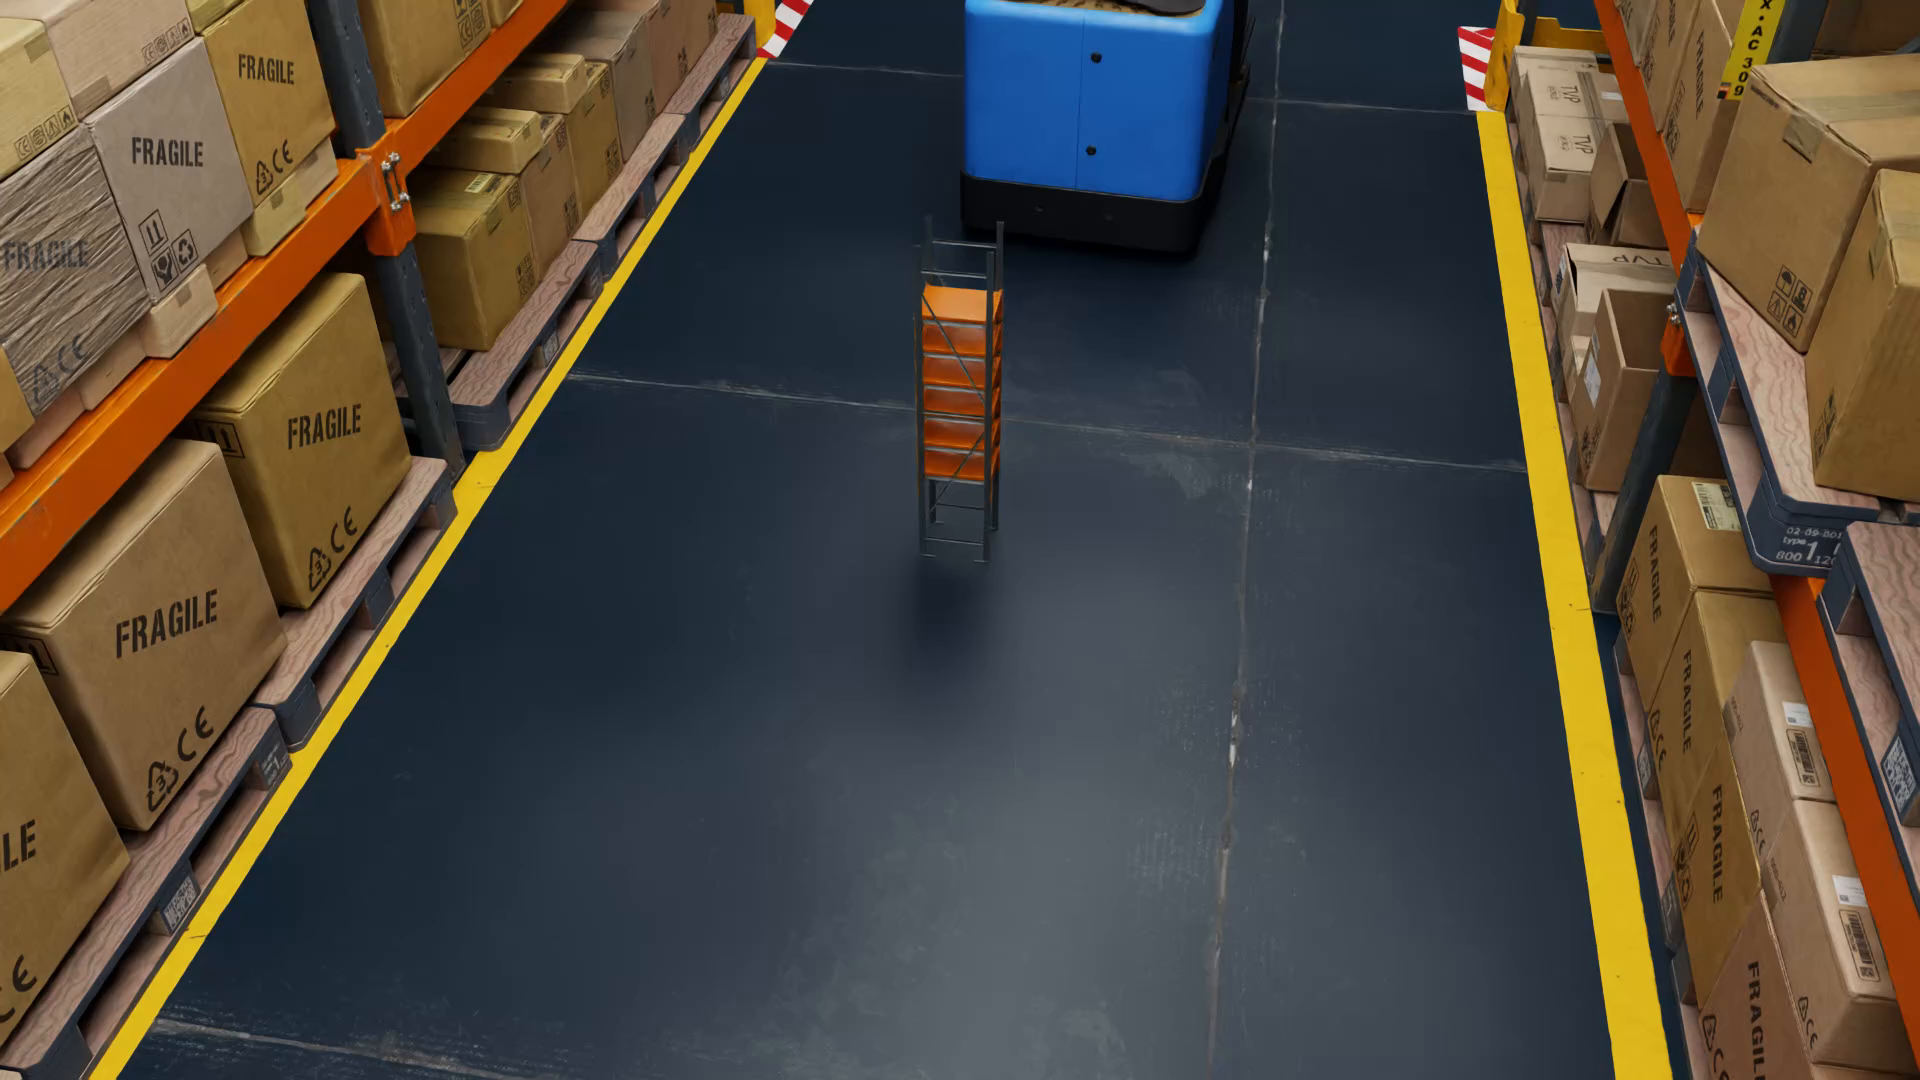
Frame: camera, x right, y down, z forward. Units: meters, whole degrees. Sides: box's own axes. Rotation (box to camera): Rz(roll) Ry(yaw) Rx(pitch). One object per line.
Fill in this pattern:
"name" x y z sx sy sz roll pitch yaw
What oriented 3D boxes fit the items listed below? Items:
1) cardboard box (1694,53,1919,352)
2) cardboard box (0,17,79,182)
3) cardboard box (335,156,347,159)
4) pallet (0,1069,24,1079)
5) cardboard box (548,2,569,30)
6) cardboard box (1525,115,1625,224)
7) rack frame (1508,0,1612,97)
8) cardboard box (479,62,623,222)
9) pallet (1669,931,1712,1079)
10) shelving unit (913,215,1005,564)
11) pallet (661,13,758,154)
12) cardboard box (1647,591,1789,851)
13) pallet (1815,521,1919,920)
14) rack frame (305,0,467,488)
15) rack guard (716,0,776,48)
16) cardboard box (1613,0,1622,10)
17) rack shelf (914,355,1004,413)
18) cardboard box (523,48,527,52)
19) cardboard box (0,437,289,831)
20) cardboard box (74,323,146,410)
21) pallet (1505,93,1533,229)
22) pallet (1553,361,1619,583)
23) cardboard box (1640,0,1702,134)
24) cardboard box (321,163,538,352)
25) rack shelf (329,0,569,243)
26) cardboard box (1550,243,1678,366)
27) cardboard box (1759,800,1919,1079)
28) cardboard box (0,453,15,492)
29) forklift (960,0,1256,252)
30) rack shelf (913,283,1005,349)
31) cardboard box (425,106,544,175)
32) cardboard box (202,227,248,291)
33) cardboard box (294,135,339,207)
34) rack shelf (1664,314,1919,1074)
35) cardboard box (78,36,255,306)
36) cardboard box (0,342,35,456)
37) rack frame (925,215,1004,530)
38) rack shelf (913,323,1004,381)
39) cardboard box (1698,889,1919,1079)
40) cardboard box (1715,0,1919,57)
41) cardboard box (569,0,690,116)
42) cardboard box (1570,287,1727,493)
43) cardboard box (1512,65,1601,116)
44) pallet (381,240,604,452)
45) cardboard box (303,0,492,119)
"cardboard box" 2.274 -0.823 3.983 0.700 0.500 0.500 -6 40 -7
"cardboard box" -2.318 -0.928 3.602 0.500 0.250 0.500 7 40 9
"cardboard box" -2.293 -1.277 6.063 0.380 0.149 0.250 6 40 7
"pallet" -2.785 1.659 3.577 1.003 0.211 1.213 6 40 8
"cardboard box" -1.983 -2.413 7.438 0.380 0.149 0.250 7 40 8
"cardboard box" 2.722 -1.578 7.117 0.500 0.250 0.500 6 40 8
"rack frame" 3.269 -3.406 7.515 1.000 3.000 0.127 6 40 8
"cardboard box" -1.891 -1.732 7.123 0.700 0.500 0.500 7 40 9
"pallet" 2.264 1.462 3.816 1.003 0.211 1.213 6 40 8
"shelving unit" -0.002 -0.453 5.357 0.258 1.200 0.189 6 40 8
"pallet" -1.672 -2.364 8.444 1.003 0.211 1.213 6 40 8
"cardboard box" 2.171 0.511 4.394 0.500 0.500 0.500 7 40 8
"pallet" 2.216 0.468 2.980 1.003 0.211 1.213 6 40 8
"rack frame" -2.303 -1.439 5.137 1.000 3.000 0.127 6 40 8
"rack guard" -1.607 -3.001 8.988 1.175 0.500 0.348 6 40 8
"cardboard box" 2.670 -2.242 6.029 0.500 0.500 0.500 7 40 8
"rack shelf" -0.002 -0.512 5.309 0.258 0.103 0.180 6 40 8
"cardboard box" -2.071 -2.093 7.051 0.380 0.149 0.250 6 40 7
"cardboard box" -2.438 0.208 4.502 0.750 0.750 0.750 8 40 9
"cardboard box" -2.288 -0.470 4.146 0.380 0.149 0.250 6 40 8
"pallet" 3.119 -1.783 7.741 1.003 0.211 1.213 6 40 8
"pallet" 2.696 -0.251 5.889 1.003 0.211 1.213 6 40 8
"cardboard box" 2.498 -1.599 5.252 0.500 0.500 0.500 7 40 9
"cardboard box" -2.073 -1.096 6.353 0.700 0.500 0.500 7 40 8
"rack shelf" -1.957 -2.417 6.884 1.077 0.370 4.000 6 40 8
"cardboard box" 2.525 -0.888 6.235 0.500 0.311 0.500 6 40 8
"cardboard box" 1.993 0.829 3.422 0.500 0.250 0.500 6 40 7
"cardboard box" -2.403 -0.149 3.757 0.380 0.149 0.250 8 40 9
"forklift" 0.856 -3.308 7.451 1.130 2.935 3.031 9 40 11
"rack shelf" -0.002 -0.697 5.156 0.258 0.103 0.180 6 40 8
"cardboard box" -1.834 -1.540 6.382 0.380 0.149 0.250 8 40 9
"cardboard box" -2.192 -0.788 4.531 0.380 0.149 0.250 8 40 9
"cardboard box" -2.083 -1.107 4.916 0.380 0.149 0.250 7 40 8
"rack shelf" 2.230 0.637 3.190 1.077 0.370 4.000 6 40 8
"cardboard box" -2.213 -0.961 4.231 0.500 0.500 0.500 7 40 8
"cardboard box" -2.390 -0.333 3.471 0.500 0.500 0.500 7 40 9
"rack frame" 0.013 -0.511 5.426 0.240 1.200 0.006 6 40 8
"rack shelf" -0.002 -0.604 5.232 0.258 0.103 0.180 6 40 8
"cardboard box" 1.990 1.141 3.632 0.500 0.500 0.500 5 40 6
"cardboard box" 2.409 -1.665 4.547 0.500 0.500 0.500 7 40 8
"cardboard box" -1.720 -2.384 7.911 0.700 0.500 0.500 6 40 8
"cardboard box" 2.396 -0.490 5.605 0.500 0.500 0.500 6 40 8
"cardboard box" 2.814 -2.101 7.816 0.380 0.166 0.250 6 40 8
"pallet" -2.094 -0.833 6.592 1.003 0.211 1.213 6 40 8
"cardboard box" -2.193 -1.893 5.451 0.980 0.700 0.700 7 40 8
